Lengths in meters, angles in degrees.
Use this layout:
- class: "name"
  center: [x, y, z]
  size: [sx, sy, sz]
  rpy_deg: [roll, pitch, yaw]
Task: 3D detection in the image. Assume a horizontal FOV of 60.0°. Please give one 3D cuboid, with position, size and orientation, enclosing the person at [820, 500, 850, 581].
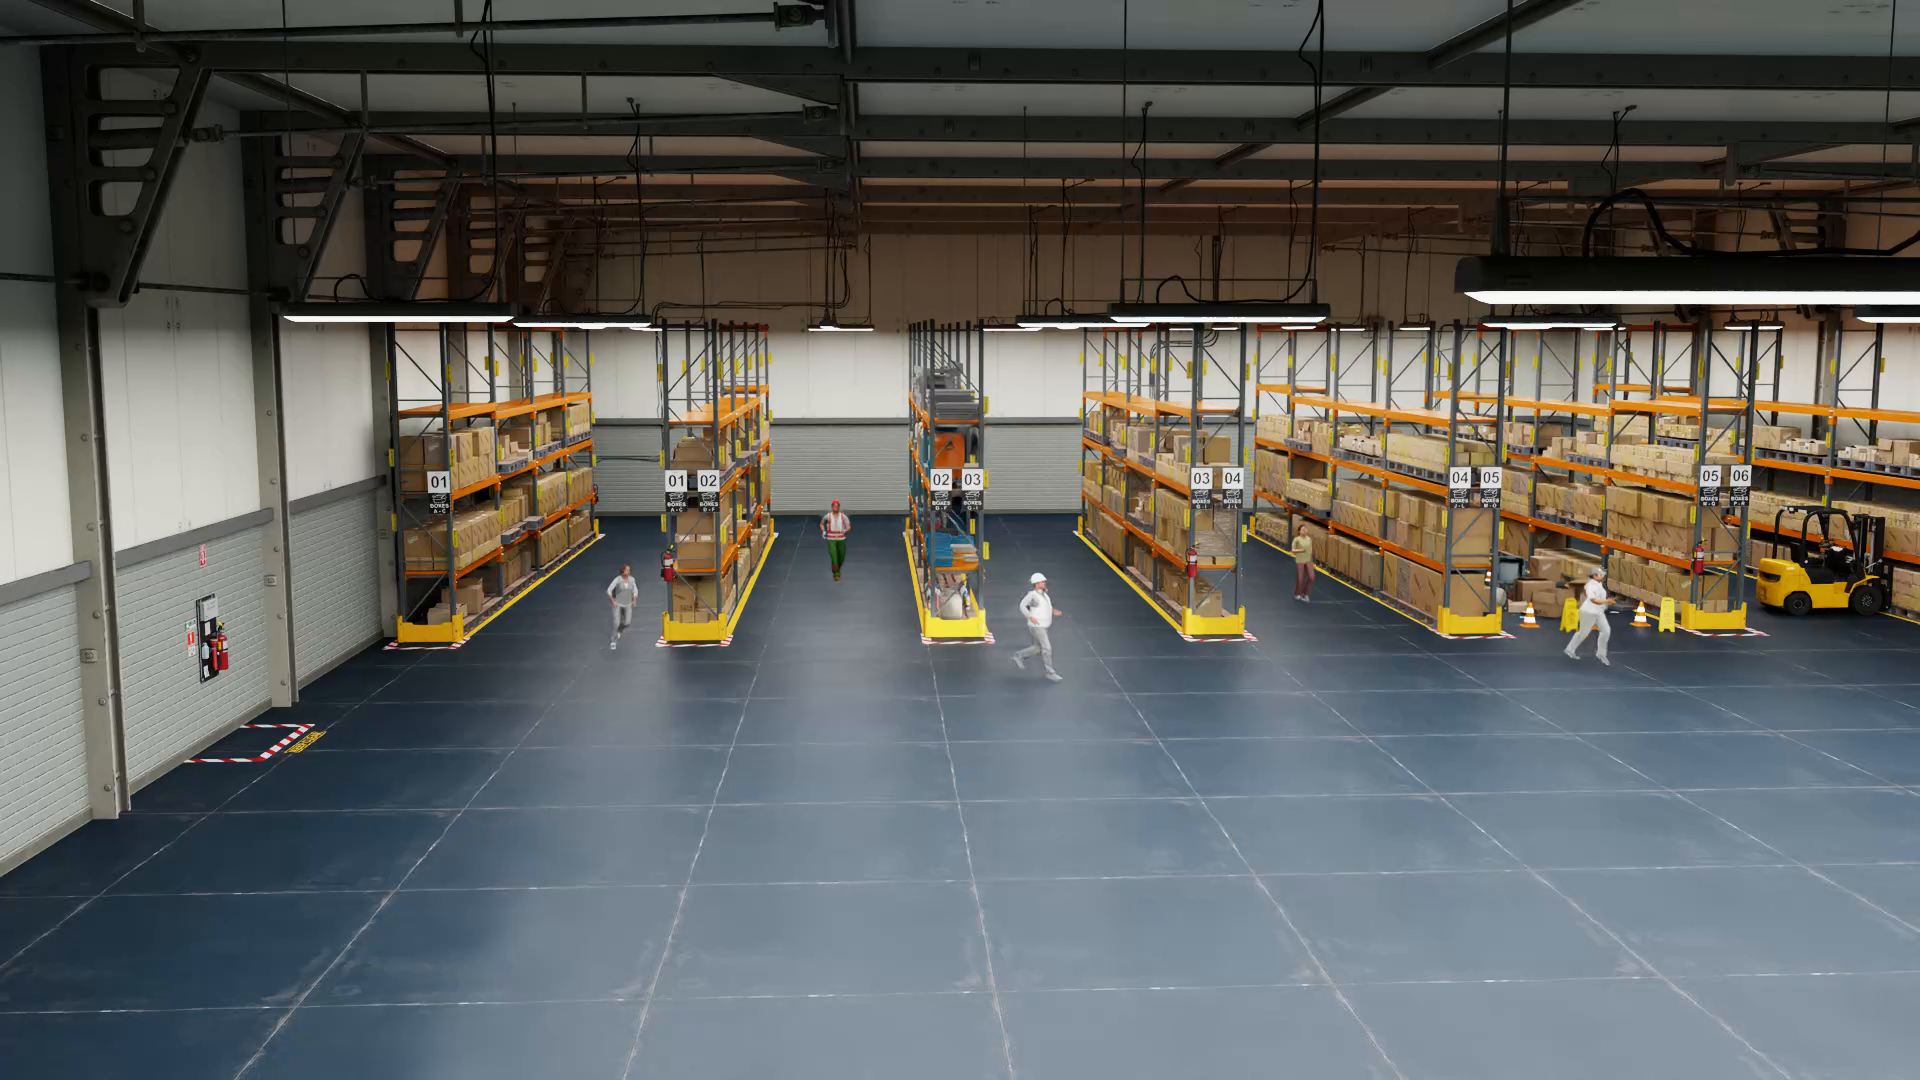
- class: "person"
  center: [-2.751, 0.006, 36.878]
  size: [0.668, 1.771, 0.780]
  rpy_deg: [-2, 7, -12]

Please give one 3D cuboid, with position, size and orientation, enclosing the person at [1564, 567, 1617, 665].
- class: "person"
  center: [11.024, 1.322, 29.028]
  size: [0.839, 1.725, 0.573]
  rpy_deg: [6, 9, 39]

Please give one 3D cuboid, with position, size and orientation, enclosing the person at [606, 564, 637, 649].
- class: "person"
  center: [-6.174, 1.214, 30.502]
  size: [0.594, 1.540, 0.483]
  rpy_deg: [-3, 8, -25]

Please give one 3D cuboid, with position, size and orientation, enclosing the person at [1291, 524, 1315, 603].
- class: "person"
  center: [7.366, 0.505, 35.640]
  size: [0.560, 1.689, 0.633]
  rpy_deg: [-1, 7, -12]

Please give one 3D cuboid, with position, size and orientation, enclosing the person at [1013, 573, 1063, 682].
- class: "person"
  center: [1.293, 1.434, 27.698]
  size: [0.940, 1.779, 0.663]
  rpy_deg: [3, 8, 24]
